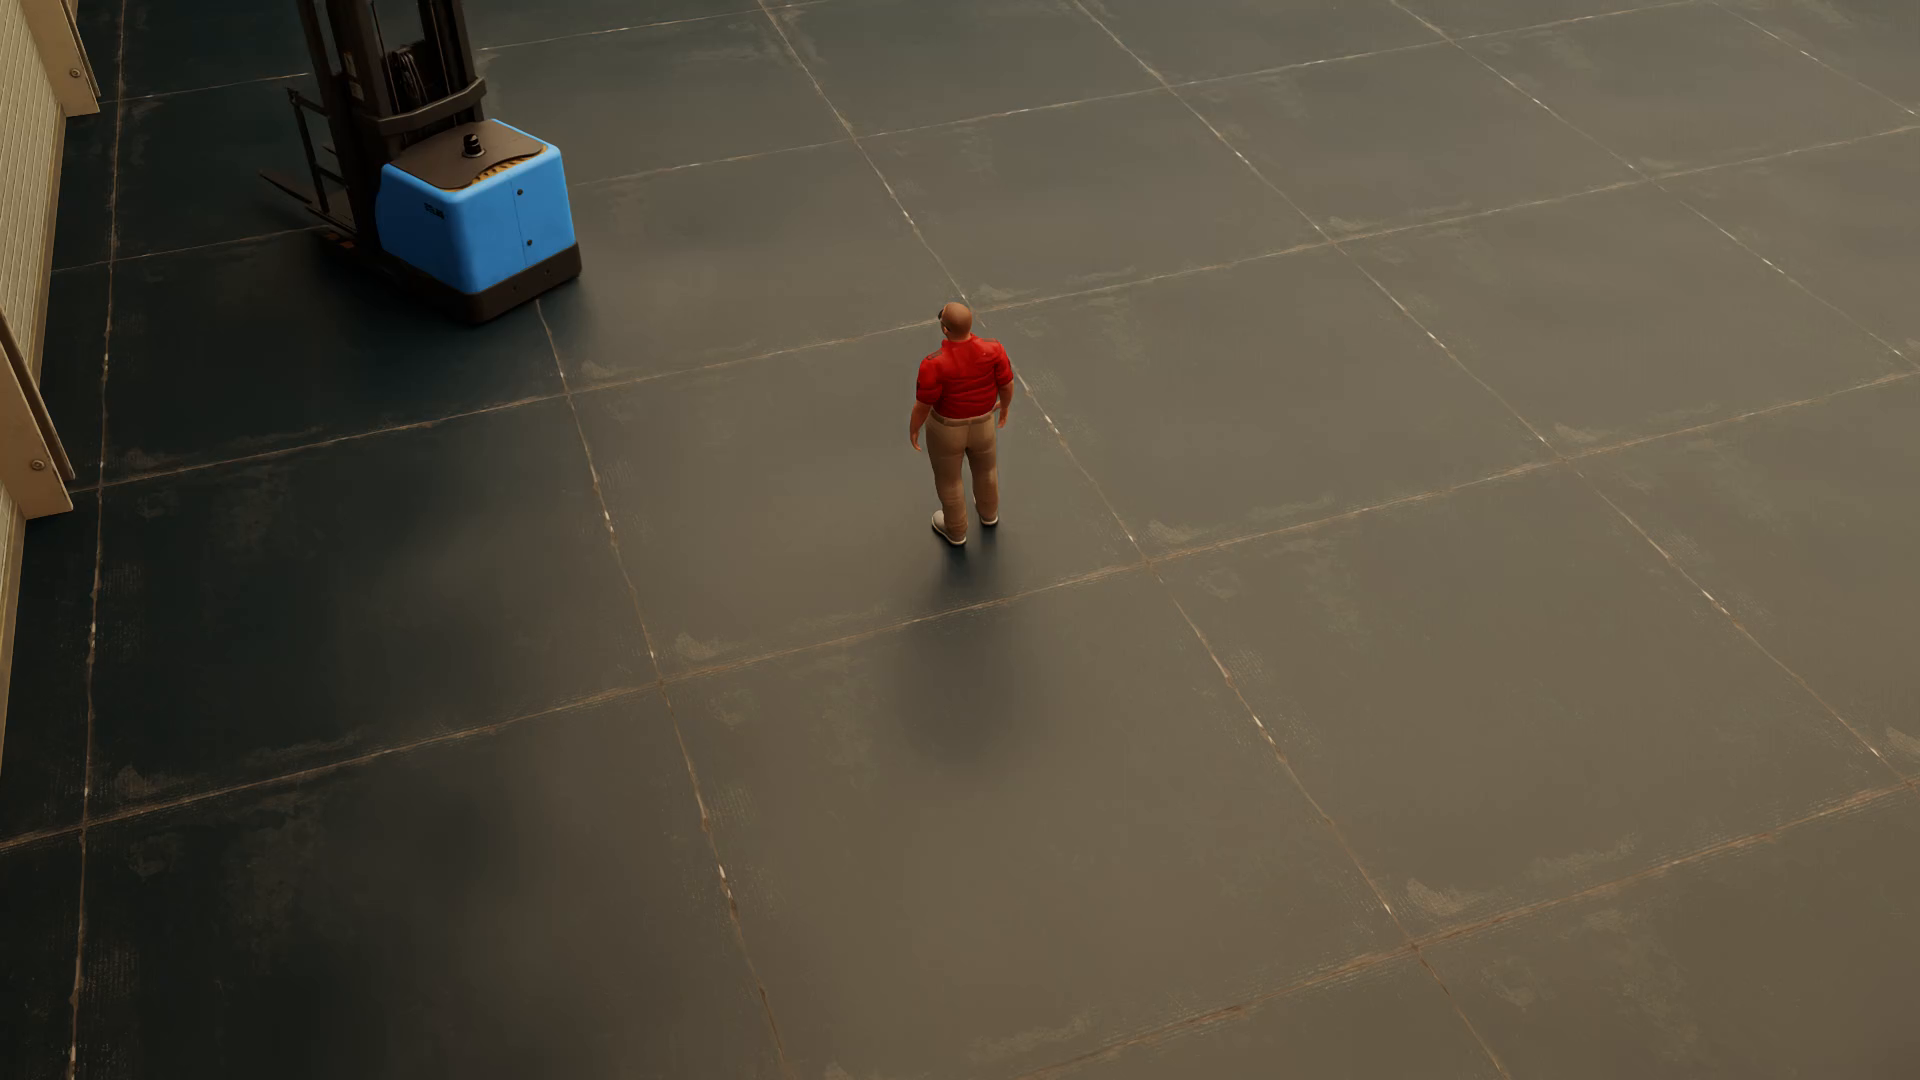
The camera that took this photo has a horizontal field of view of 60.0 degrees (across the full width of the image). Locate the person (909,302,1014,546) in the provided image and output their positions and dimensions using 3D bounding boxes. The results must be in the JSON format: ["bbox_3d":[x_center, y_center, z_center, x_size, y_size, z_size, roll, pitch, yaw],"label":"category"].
[{"bbox_3d":[-0.019,-0.724,9.783,0.640,1.727,0.551,-13,42,-15],"label":"person"}]

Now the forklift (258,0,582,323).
[{"bbox_3d":[-4.322,-3.490,12.152,3.031,2.935,1.130,28,47,29],"label":"forklift"}]
